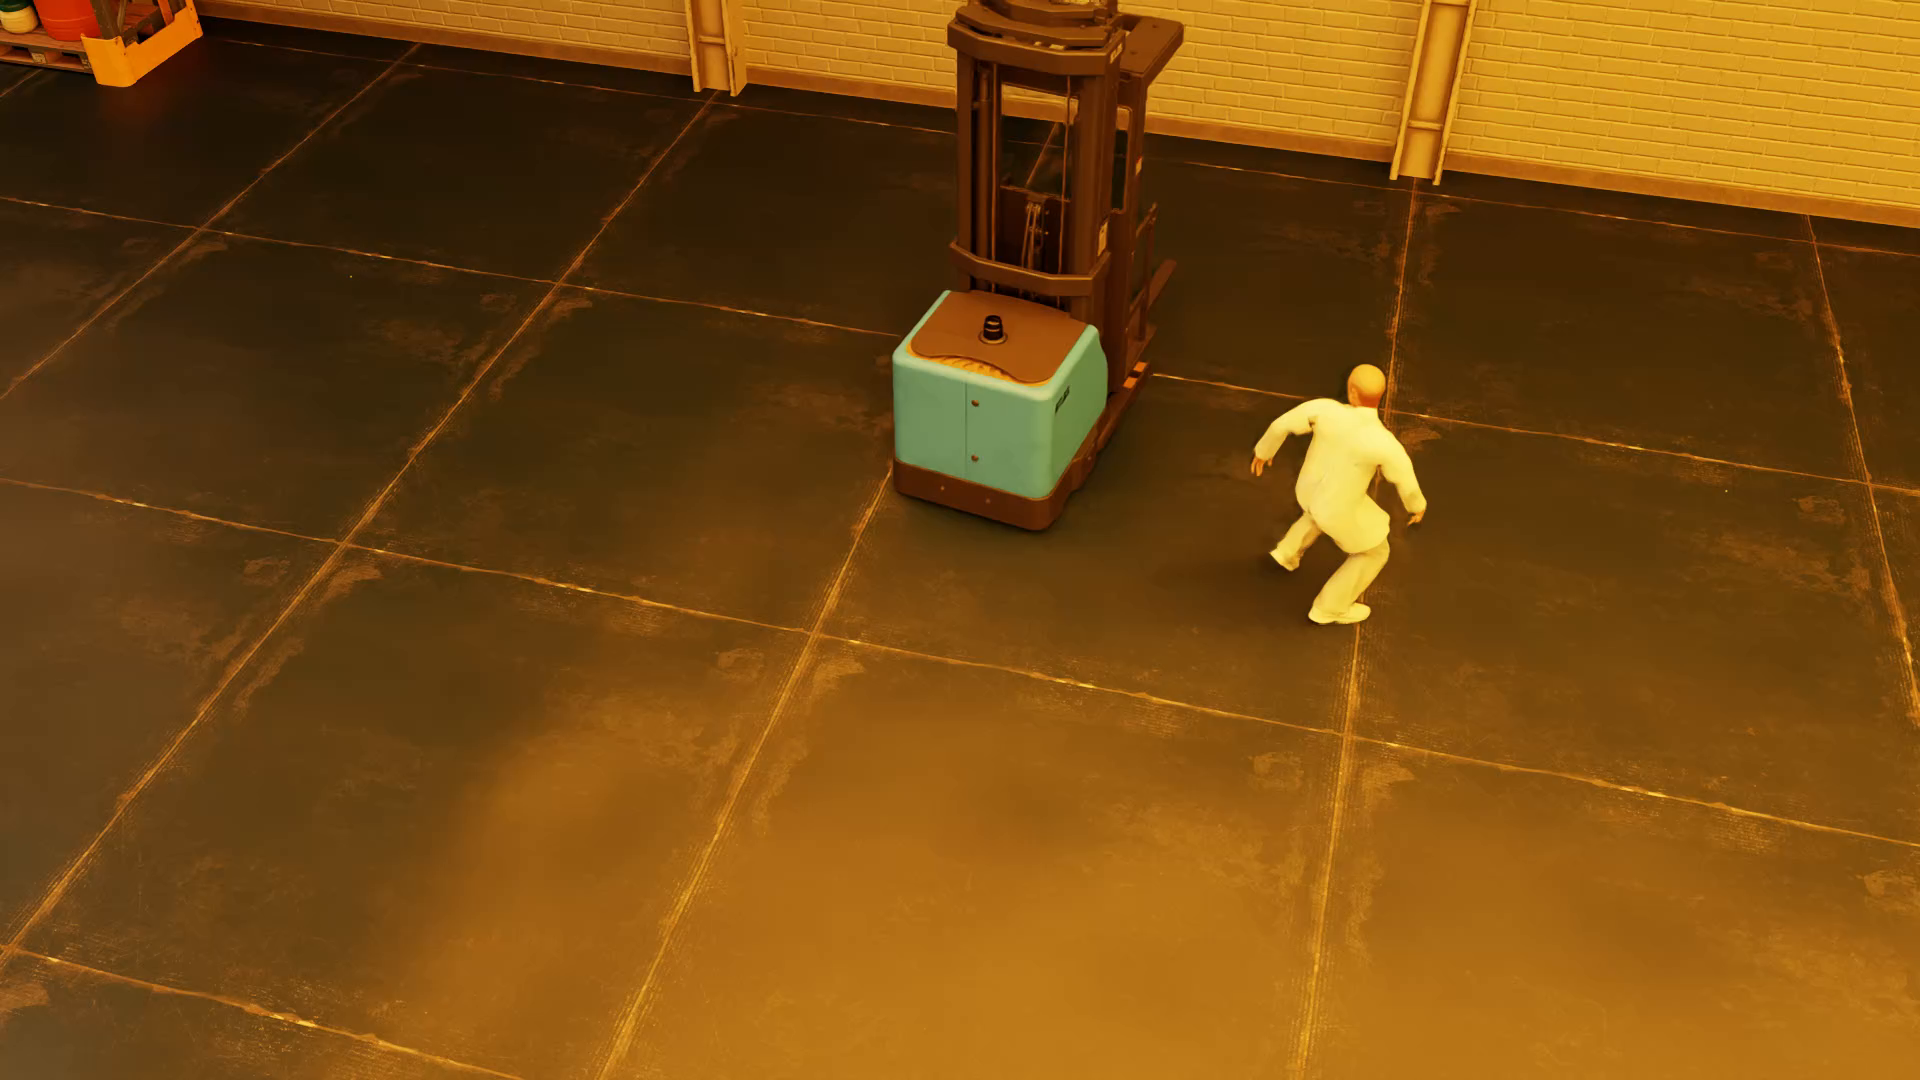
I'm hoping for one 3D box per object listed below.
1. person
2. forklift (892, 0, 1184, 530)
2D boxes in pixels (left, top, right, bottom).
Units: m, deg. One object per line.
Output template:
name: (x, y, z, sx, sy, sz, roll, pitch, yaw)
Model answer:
person: (2.098, -0.276, 9.148, 0.650, 1.677, 0.868, -23, 46, -24)
forklift: (0.648, -2.135, 10.297, 1.130, 2.935, 3.031, 16, 44, 18)
